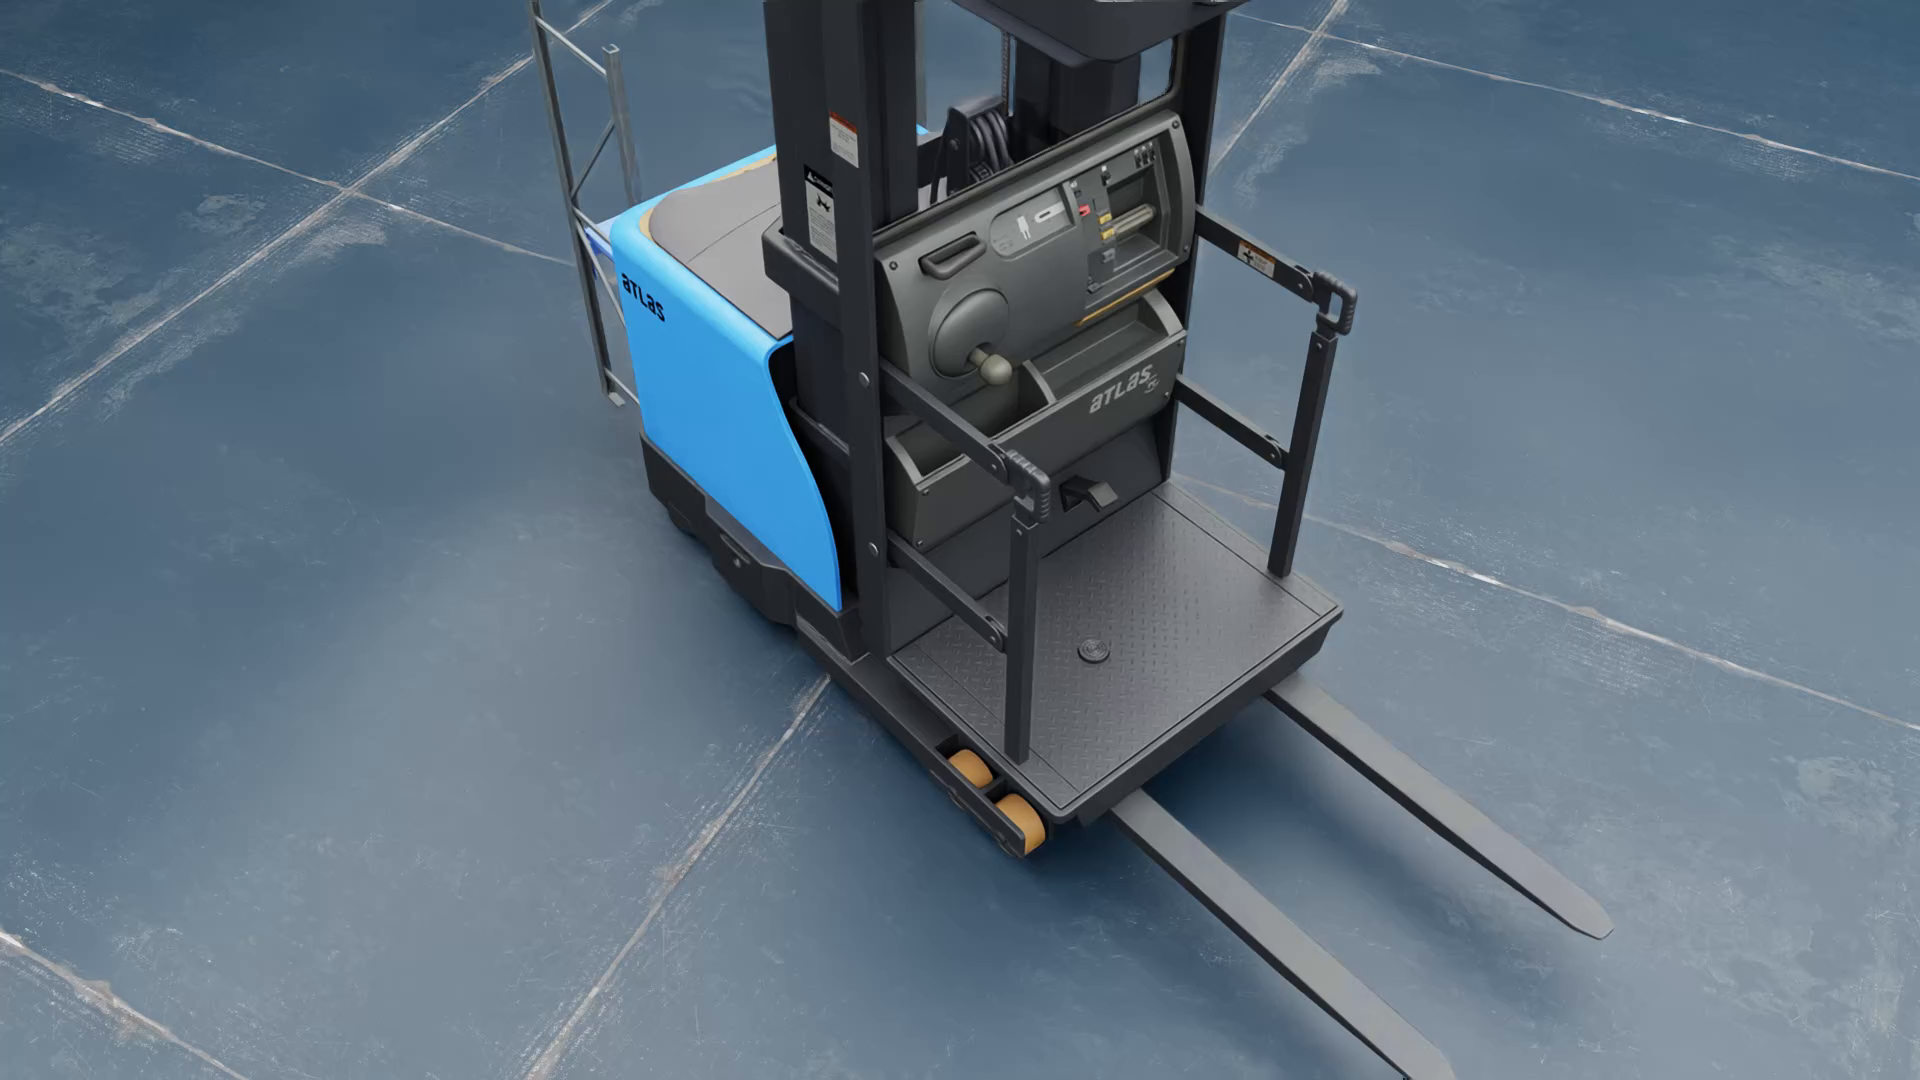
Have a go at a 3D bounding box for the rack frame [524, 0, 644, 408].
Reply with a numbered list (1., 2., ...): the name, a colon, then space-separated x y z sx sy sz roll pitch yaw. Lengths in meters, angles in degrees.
1. rack frame: -1.073 -0.910 5.094 0.032 1.500 0.500 -29 52 -26

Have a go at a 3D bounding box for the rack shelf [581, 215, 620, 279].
1. rack shelf: -0.674 -1.008 5.444 1.000 0.185 0.538 -29 52 -26

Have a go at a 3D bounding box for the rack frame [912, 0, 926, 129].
1. rack frame: -0.276 -1.360 5.538 0.032 1.500 0.500 -29 52 -26

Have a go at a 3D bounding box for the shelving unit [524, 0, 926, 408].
1. shelving unit: -0.674 -1.135 5.316 1.048 1.500 0.538 -29 52 -26

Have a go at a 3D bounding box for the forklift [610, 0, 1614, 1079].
1. forklift: 0.344 -0.603 3.785 1.130 2.935 3.031 -31 53 -27
